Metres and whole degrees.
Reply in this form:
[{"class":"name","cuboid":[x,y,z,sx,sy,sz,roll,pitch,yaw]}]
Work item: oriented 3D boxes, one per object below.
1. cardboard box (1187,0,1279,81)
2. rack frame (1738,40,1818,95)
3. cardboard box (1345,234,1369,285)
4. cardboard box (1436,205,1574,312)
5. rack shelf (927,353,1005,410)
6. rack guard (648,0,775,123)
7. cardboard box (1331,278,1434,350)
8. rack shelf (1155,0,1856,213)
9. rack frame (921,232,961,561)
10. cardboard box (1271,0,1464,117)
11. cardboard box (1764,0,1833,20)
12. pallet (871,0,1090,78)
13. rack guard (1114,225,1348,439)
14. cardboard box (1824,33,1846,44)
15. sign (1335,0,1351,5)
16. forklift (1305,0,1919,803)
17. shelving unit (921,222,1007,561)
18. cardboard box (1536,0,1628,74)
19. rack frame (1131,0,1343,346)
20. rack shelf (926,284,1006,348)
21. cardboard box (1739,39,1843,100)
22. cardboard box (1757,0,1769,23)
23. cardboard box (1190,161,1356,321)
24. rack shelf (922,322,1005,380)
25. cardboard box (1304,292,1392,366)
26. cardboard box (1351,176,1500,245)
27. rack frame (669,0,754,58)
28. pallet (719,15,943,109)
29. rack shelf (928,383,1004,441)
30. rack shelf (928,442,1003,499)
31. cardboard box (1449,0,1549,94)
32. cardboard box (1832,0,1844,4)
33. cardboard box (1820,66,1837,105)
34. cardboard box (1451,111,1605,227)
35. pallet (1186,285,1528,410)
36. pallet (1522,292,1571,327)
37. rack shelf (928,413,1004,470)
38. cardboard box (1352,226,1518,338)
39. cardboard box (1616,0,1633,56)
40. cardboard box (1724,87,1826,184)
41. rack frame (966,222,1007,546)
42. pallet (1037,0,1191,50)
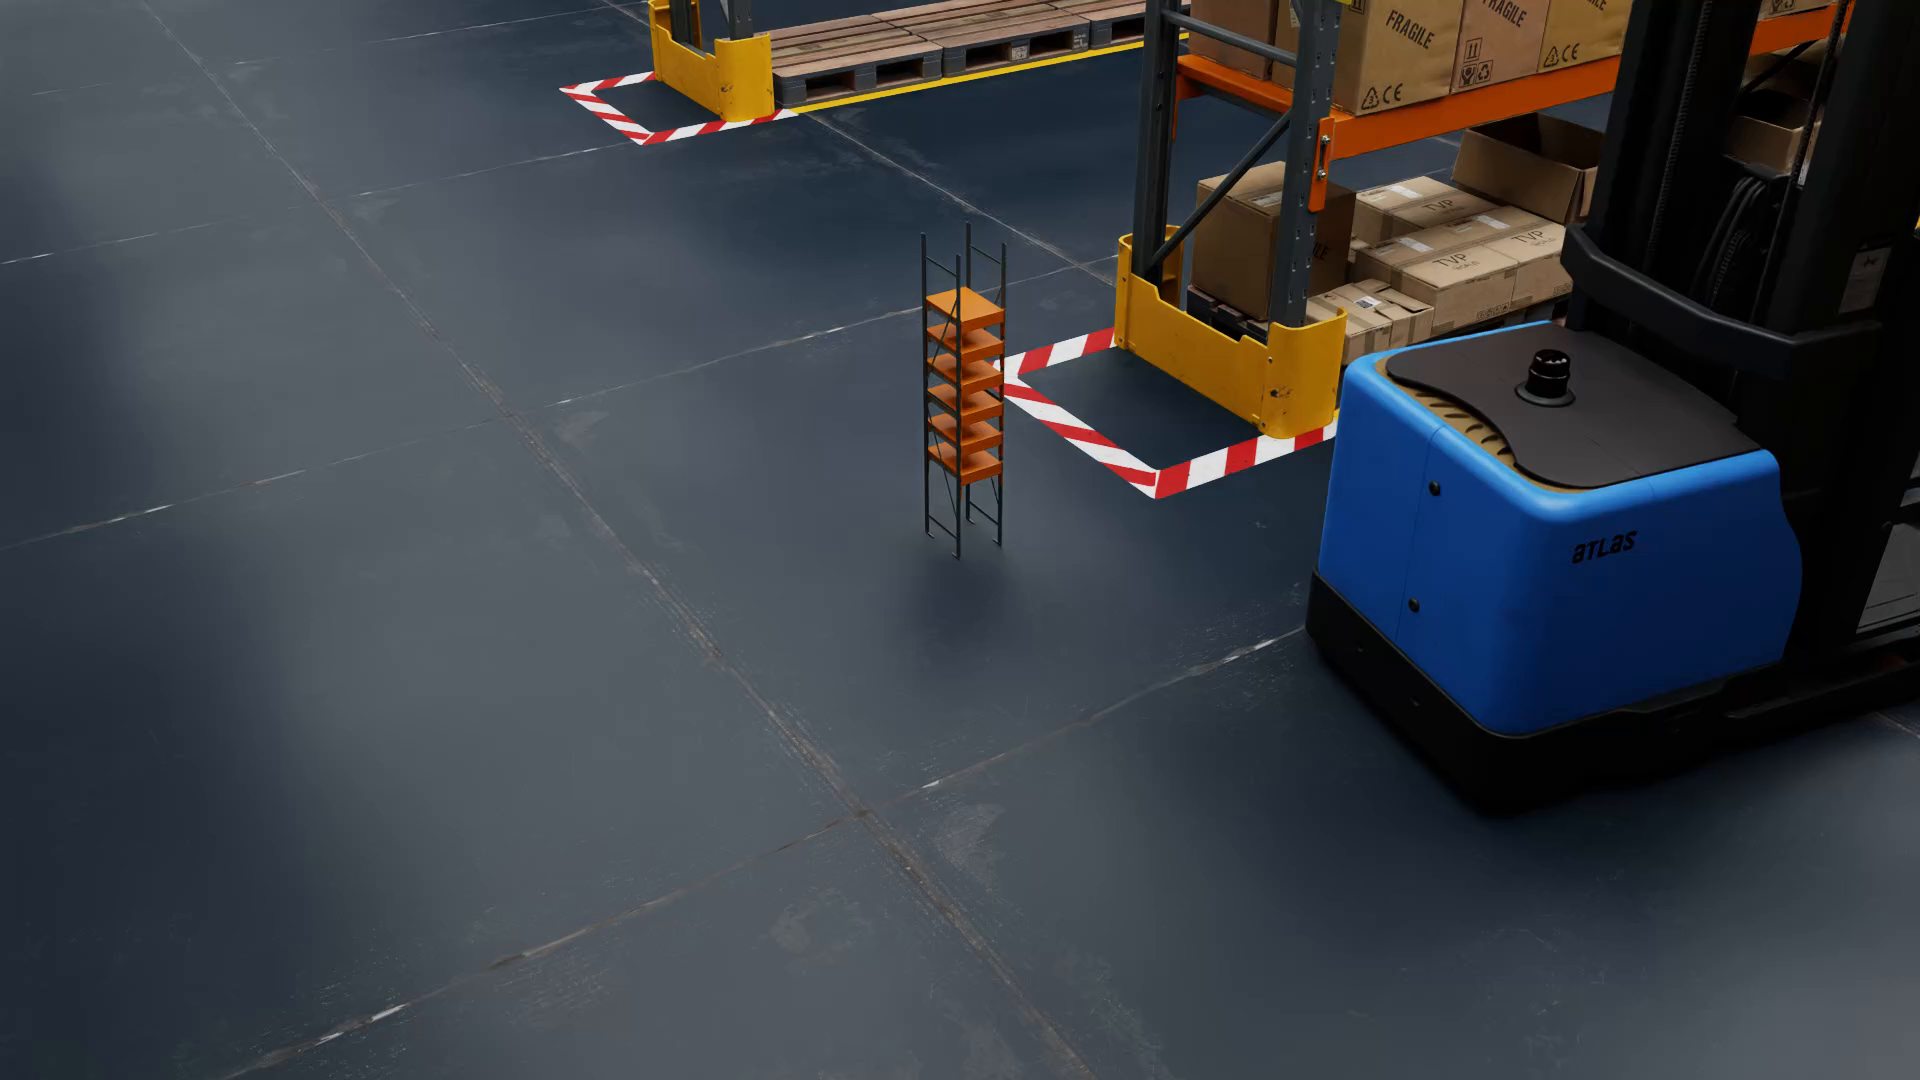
[{"class":"cardboard box","cuboid":[1.313,-2.257,6.922,0.500,0.500,0.500,-18,36,-26]},{"class":"rack frame","cuboid":[4.446,-3.119,8.383,0.127,3.000,1.000,-19,37,-27]},{"class":"cardboard box","cuboid":[1.797,-1.295,7.735,0.250,0.166,0.380,-19,37,-27]},{"class":"cardboard box","cuboid":[2.535,-1.305,7.672,0.500,0.250,0.500,-19,37,-27]},{"class":"rack shelf","cuboid":[0.012,-0.576,5.896,0.180,0.103,0.258,-19,37,-27]},{"class":"rack guard","cuboid":[-1.610,-3.115,10.720,0.348,0.500,1.175,-19,37,-27]},{"class":"cardboard box","cuboid":[1.832,-0.990,7.251,0.250,0.166,0.380,-19,37,-27]},{"class":"rack shelf","cuboid":[2.765,-2.237,7.659,4.000,0.370,1.077,-19,37,-27]},{"class":"rack frame","cuboid":[-0.065,-0.485,5.895,0.006,1.200,0.240,-19,37,-27]},{"class":"cardboard box","cuboid":[1.600,-2.015,6.540,0.500,0.500,0.500,-18,37,-26]},{"class":"cardboard box","cuboid":[3.733,-2.752,7.708,0.500,0.500,0.500,-18,36,-26]},{"class":"pallet","cuboid":[0.142,-3.577,11.723,1.213,0.211,1.003,-19,37,-27]},{"class":"rack guard","cuboid":[1.148,-0.928,7.252,0.348,0.500,1.175,-19,37,-27]},{"class":"cardboard box","cuboid":[5.126,-2.658,9.583,0.500,0.500,0.500,-19,37,-27]},{"class":"sign","cuboid":[1.378,-2.086,5.934,0.005,0.325,0.100,-19,37,-27]},{"class":"forklift","cuboid":[2.739,-0.955,5.017,3.031,2.935,1.130,-12,34,-19]},{"class":"shelving unit","cuboid":[0.012,-0.512,5.937,0.189,1.200,0.258,-19,37,-27]},{"class":"cardboard box","cuboid":[2.454,-2.311,7.008,0.500,0.500,0.500,-19,37,-27]},{"class":"rack frame","cuboid":[1.084,-1.963,6.550,0.127,3.000,1.000,-19,37,-27]},{"class":"rack shelf","cuboid":[0.012,-0.779,5.768,0.180,0.103,0.258,-19,37,-27]},{"class":"cardboard box","cuboid":[4.706,-2.519,9.363,0.500,0.500,0.500,-19,37,-28]},{"class":"cardboard box","cuboid":[3.302,-2.603,7.471,0.500,0.500,0.500,-18,36,-26]},{"class":"cardboard box","cuboid":[1.408,-1.359,7.524,0.500,0.500,0.500,-19,37,-27]},{"class":"rack shelf","cuboid":[0.012,-0.677,5.832,0.180,0.103,0.258,-19,37,-27]},{"class":"cardboard box","cuboid":[1.622,-0.910,7.141,0.250,0.149,0.380,-19,37,-27]},{"class":"cardboard box","cuboid":[2.222,-1.515,8.005,0.500,0.250,0.500,-19,37,-27]},{"class":"rack frame","cuboid":[-1.596,-4.185,10.073,0.127,3.000,1.000,-19,37,-27]},{"class":"pallet","cuboid":[-0.882,-3.227,11.168,1.213,0.211,1.003,-19,37,-27]},{"class":"rack shelf","cuboid":[0.012,-0.474,5.960,0.180,0.103,0.258,-19,37,-27]},{"class":"rack shelf","cuboid":[0.012,-0.271,6.088,0.180,0.103,0.258,-19,37,-27]},{"class":"cardboard box","cuboid":[2.031,-2.167,6.780,0.500,0.500,0.500,-19,37,-28]},{"class":"cardboard box","cuboid":[4.165,-2.902,7.945,0.500,0.500,0.500,-18,37,-27]},{"class":"cardboard box","cuboid":[4.985,-2.279,8.981,0.500,0.500,0.500,-21,38,-29]},{"class":"cardboard box","cuboid":[2.870,-1.704,8.067,0.637,0.503,0.797,-19,37,-27]},{"class":"pallet","cuboid":[1.818,-1.036,7.695,1.213,0.211,1.003,-19,37,-27]},{"class":"pallet","cuboid":[2.842,-1.387,8.251,1.213,0.211,1.003,-19,37,-27]},{"class":"rack shelf","cuboid":[0.012,-0.373,6.024,0.180,0.103,0.258,-19,37,-27]},{"class":"cardboard box","cuboid":[2.115,-1.161,7.443,0.500,0.250,0.500,-19,37,-27]},{"class":"cardboard box","cuboid":[2.875,-2.454,7.236,0.500,0.500,0.500,-18,37,-27]},{"class":"cardboard box","cuboid":[4.121,-1.956,8.470,0.500,0.500,0.500,-19,37,-27]},{"class":"rack frame","cuboid":[0.089,-0.538,5.978,0.006,1.200,0.240,-19,37,-27]},{"class":"pallet","cuboid":[1.169,-3.932,12.286,1.213,0.211,1.003,-19,37,-27]}]
